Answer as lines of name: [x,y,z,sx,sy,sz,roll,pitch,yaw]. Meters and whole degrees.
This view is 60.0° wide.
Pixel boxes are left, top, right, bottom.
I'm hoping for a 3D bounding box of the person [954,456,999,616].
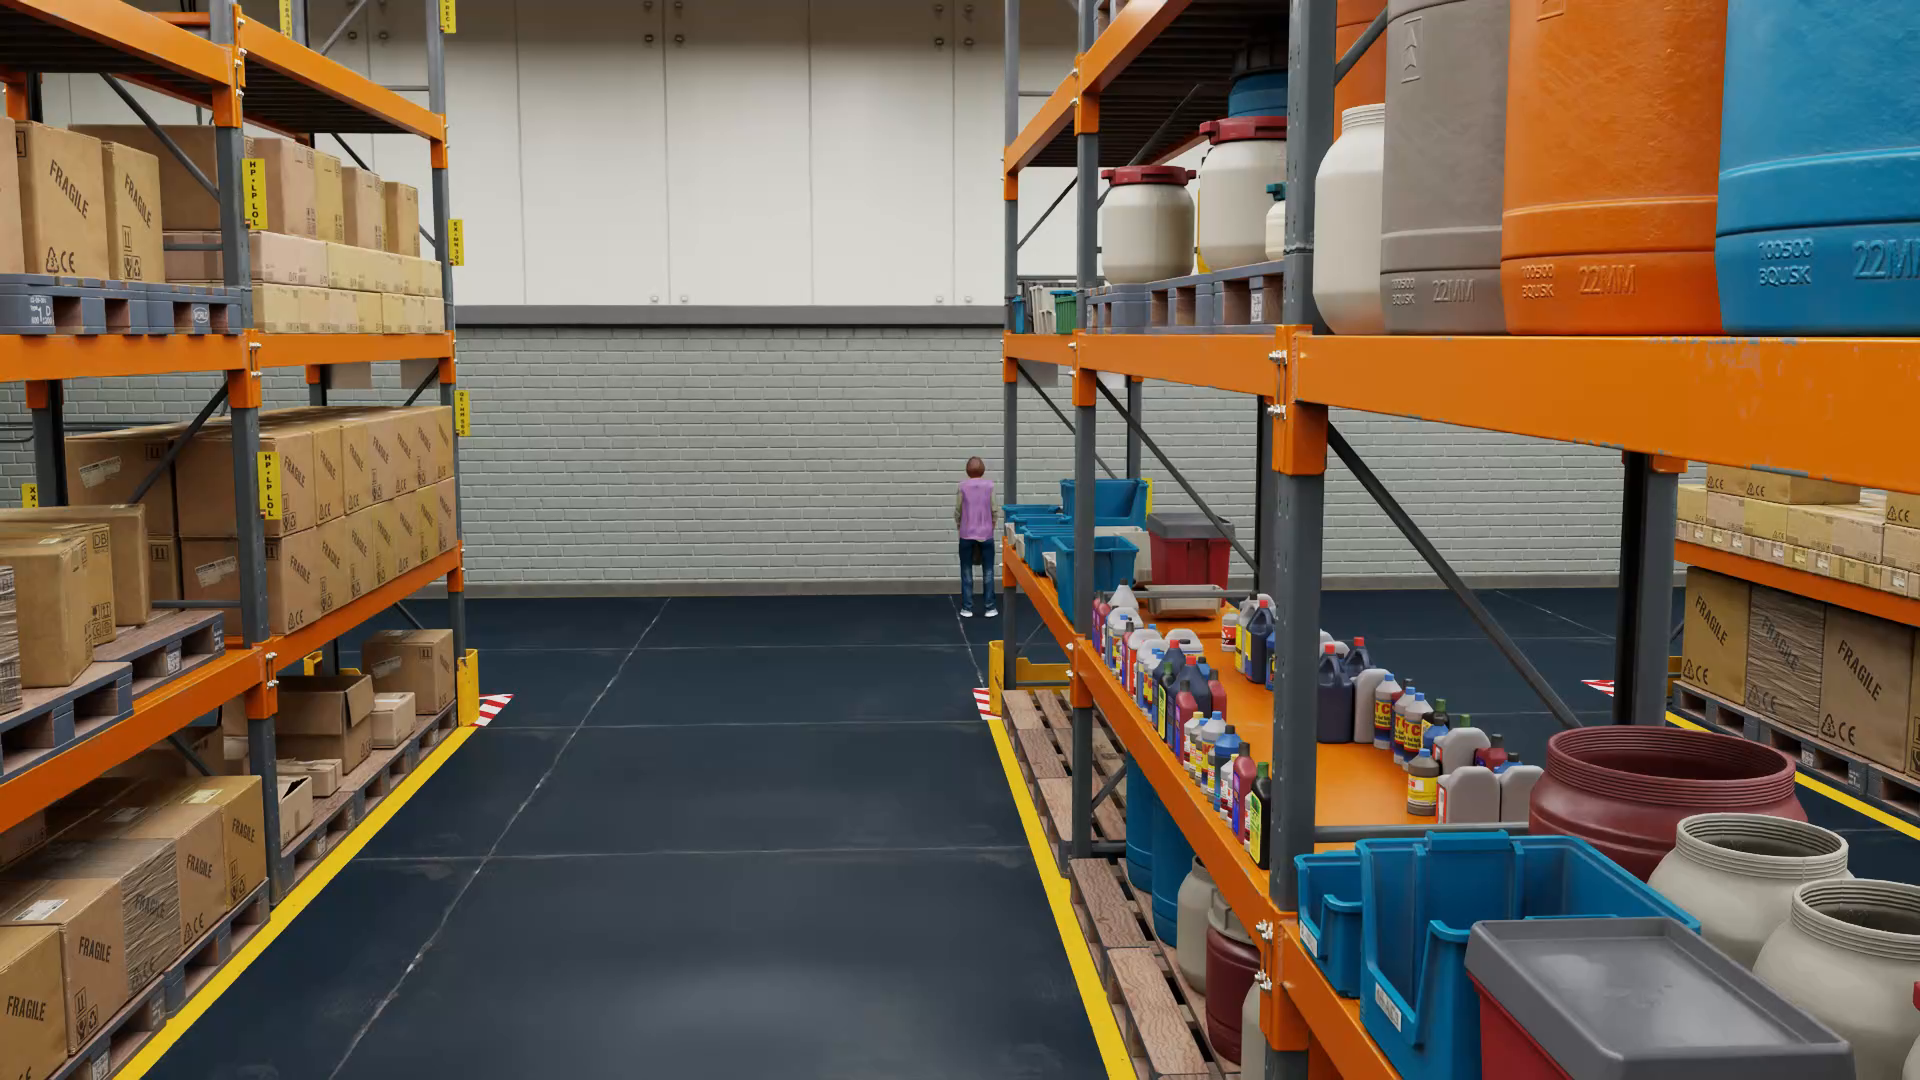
person: [0.162,-0.032,16.532,0.447,1.600,0.347,0,7,-2]
